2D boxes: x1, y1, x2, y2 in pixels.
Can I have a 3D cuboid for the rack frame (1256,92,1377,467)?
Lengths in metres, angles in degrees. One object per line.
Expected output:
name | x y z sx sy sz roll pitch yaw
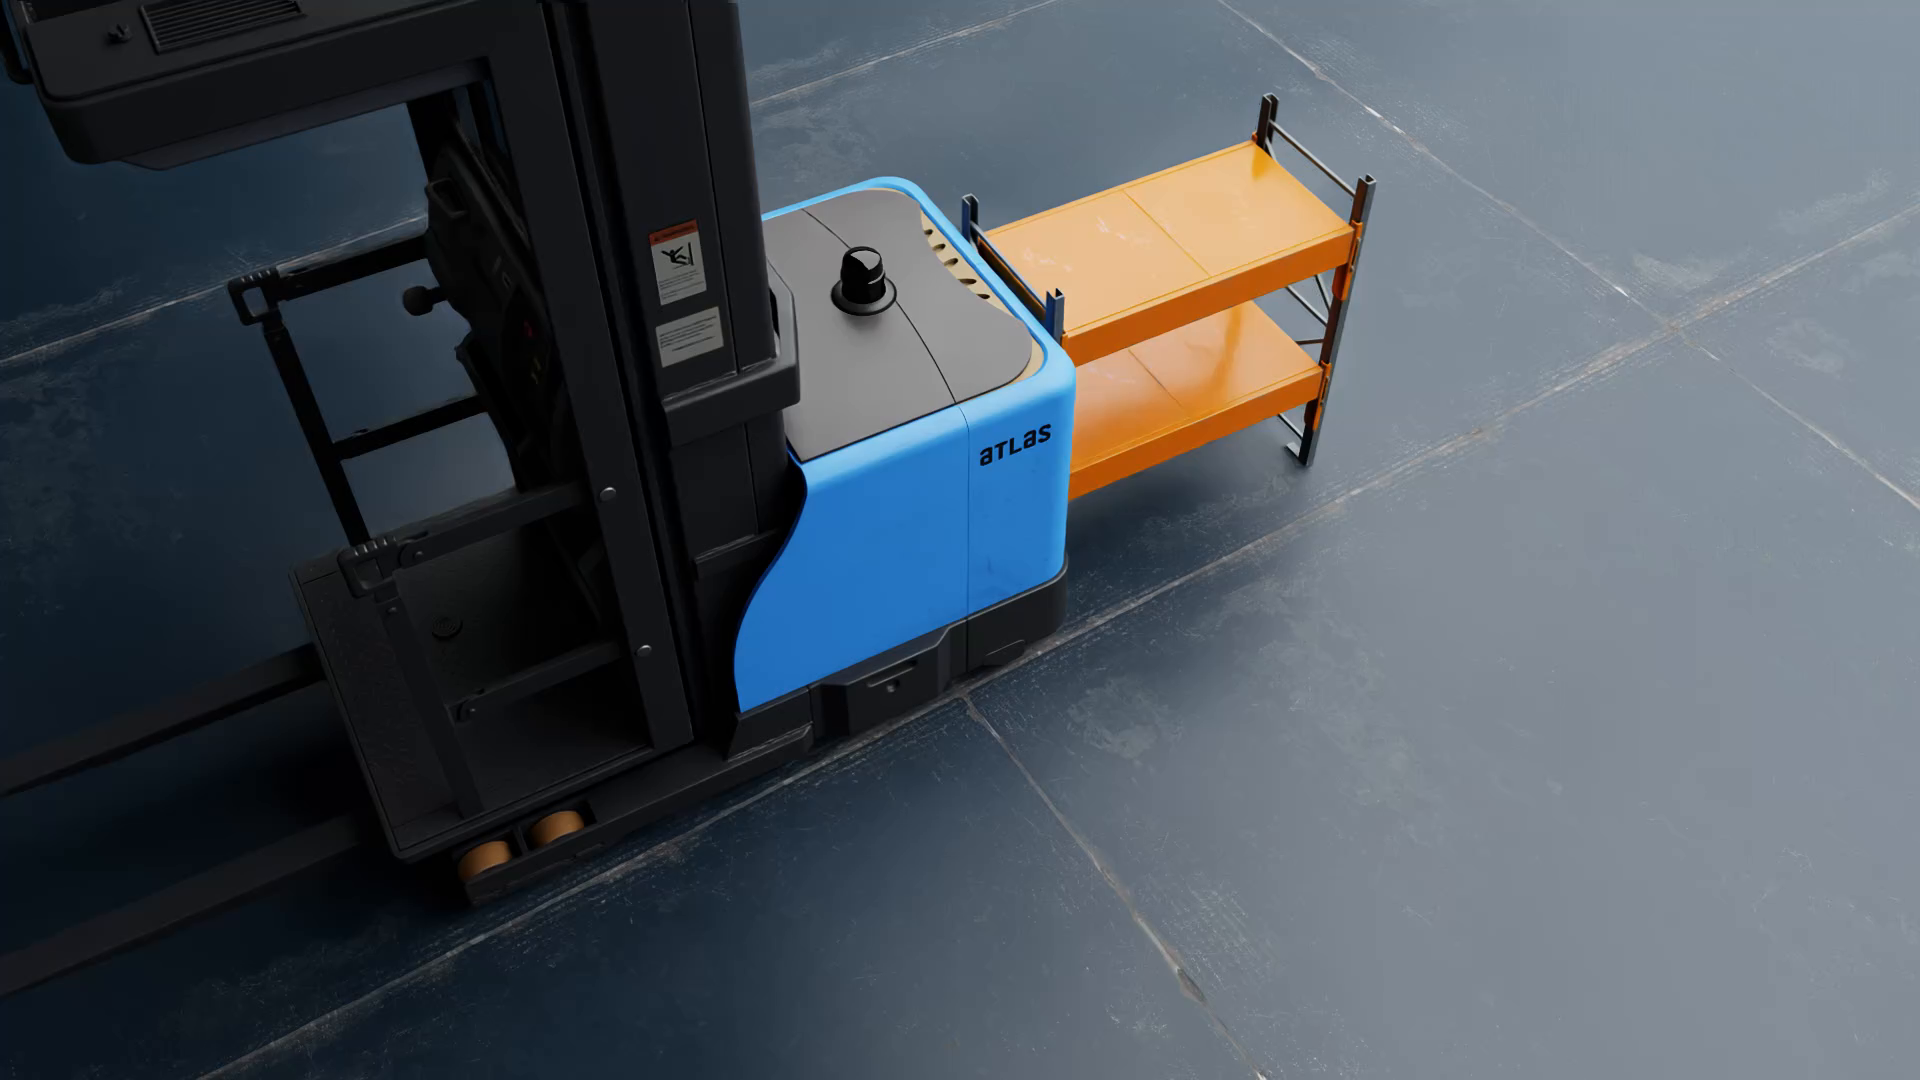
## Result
rack frame | 1.028 -0.783 5.194 0.032 1.125 0.500 -22 52 -19

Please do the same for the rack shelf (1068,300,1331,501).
rack shelf | 0.583 -0.436 5.213 1.000 0.278 0.538 -22 52 -19

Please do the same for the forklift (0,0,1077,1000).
forklift | -1.228 -0.477 3.712 3.031 2.935 1.130 -22 52 -19

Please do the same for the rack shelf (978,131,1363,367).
rack shelf | 0.583 -0.794 4.812 1.000 0.278 0.538 -22 52 -19

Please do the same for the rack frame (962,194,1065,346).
rack frame | 0.139 -0.415 4.867 0.032 1.125 0.500 -22 52 -19

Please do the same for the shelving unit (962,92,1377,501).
shelving unit | 0.583 -0.599 5.030 1.048 1.125 0.538 -22 52 -19
